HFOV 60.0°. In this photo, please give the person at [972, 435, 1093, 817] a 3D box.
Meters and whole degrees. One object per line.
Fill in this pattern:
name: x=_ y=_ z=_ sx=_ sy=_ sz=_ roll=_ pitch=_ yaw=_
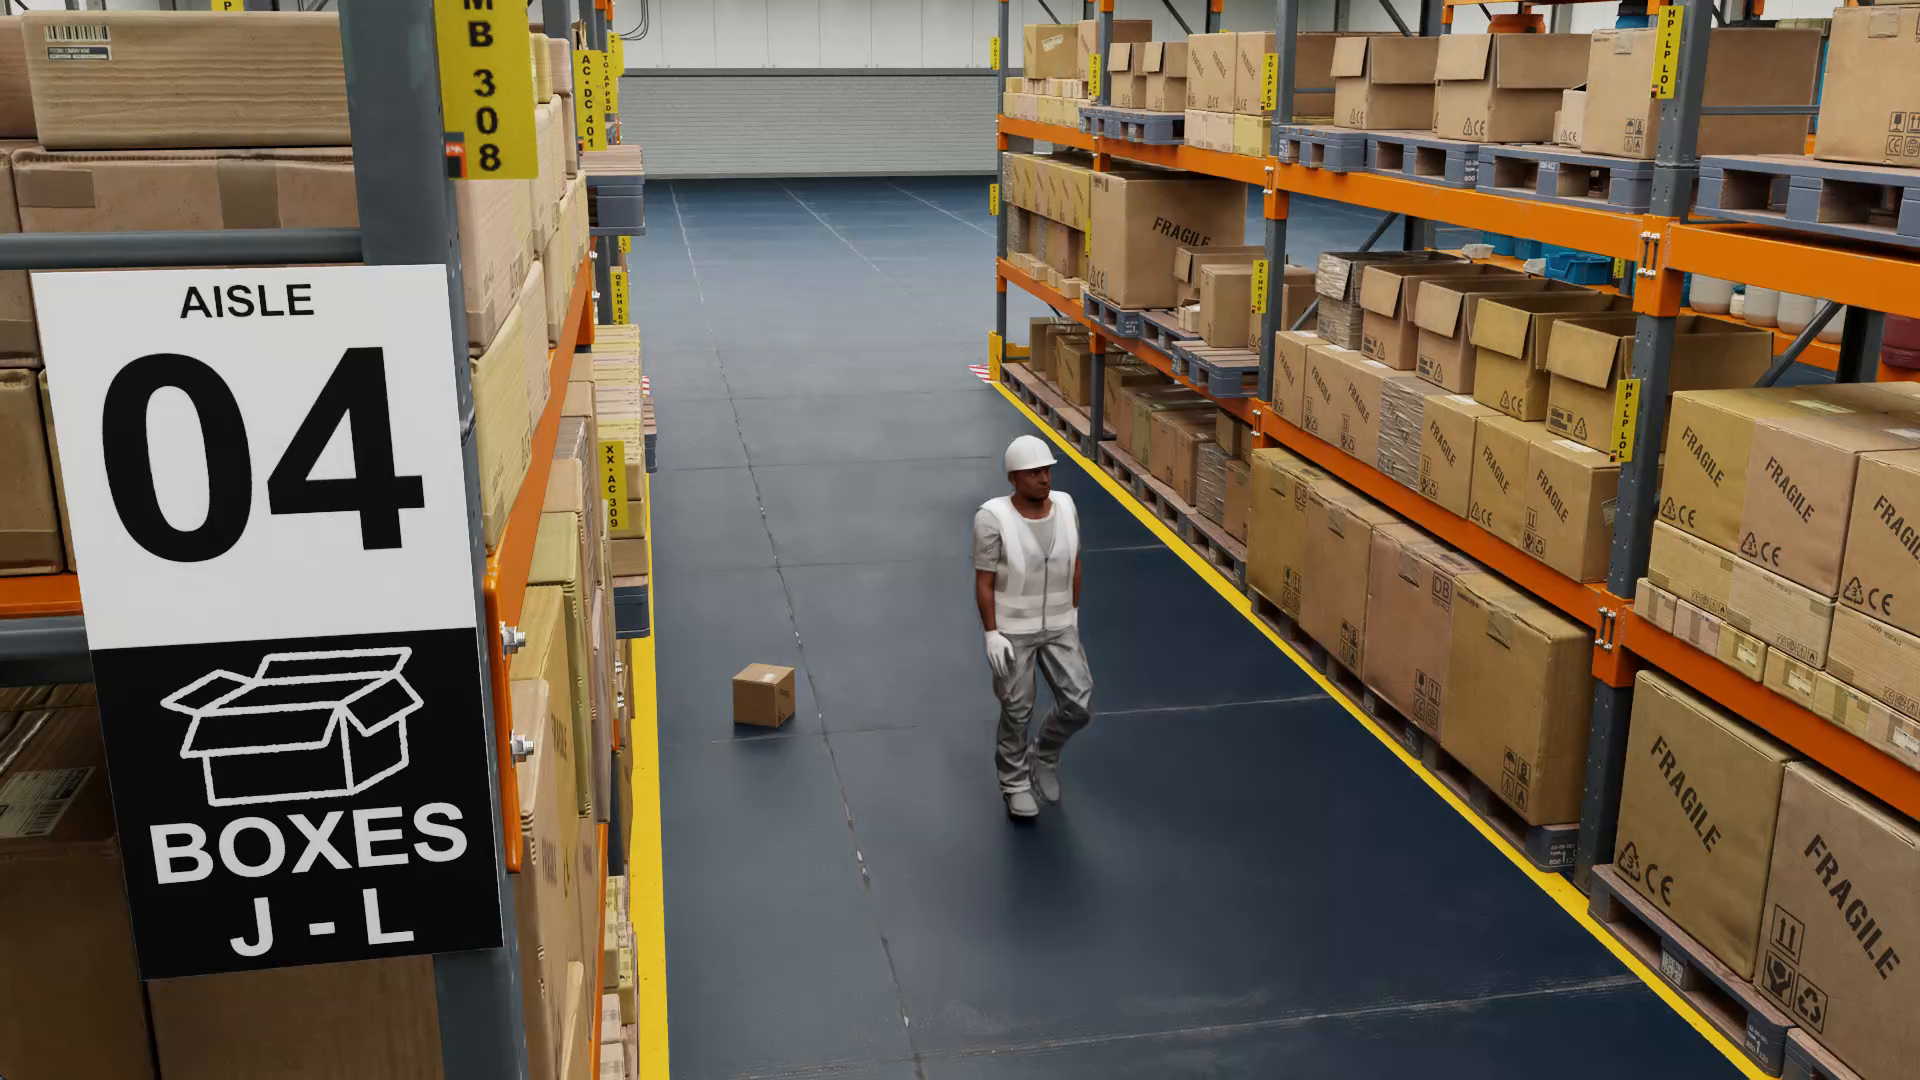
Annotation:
person: x=0.329 y=0.406 z=7.520 sx=0.563 sy=1.794 sz=0.452 roll=-7 pitch=17 yaw=-22
